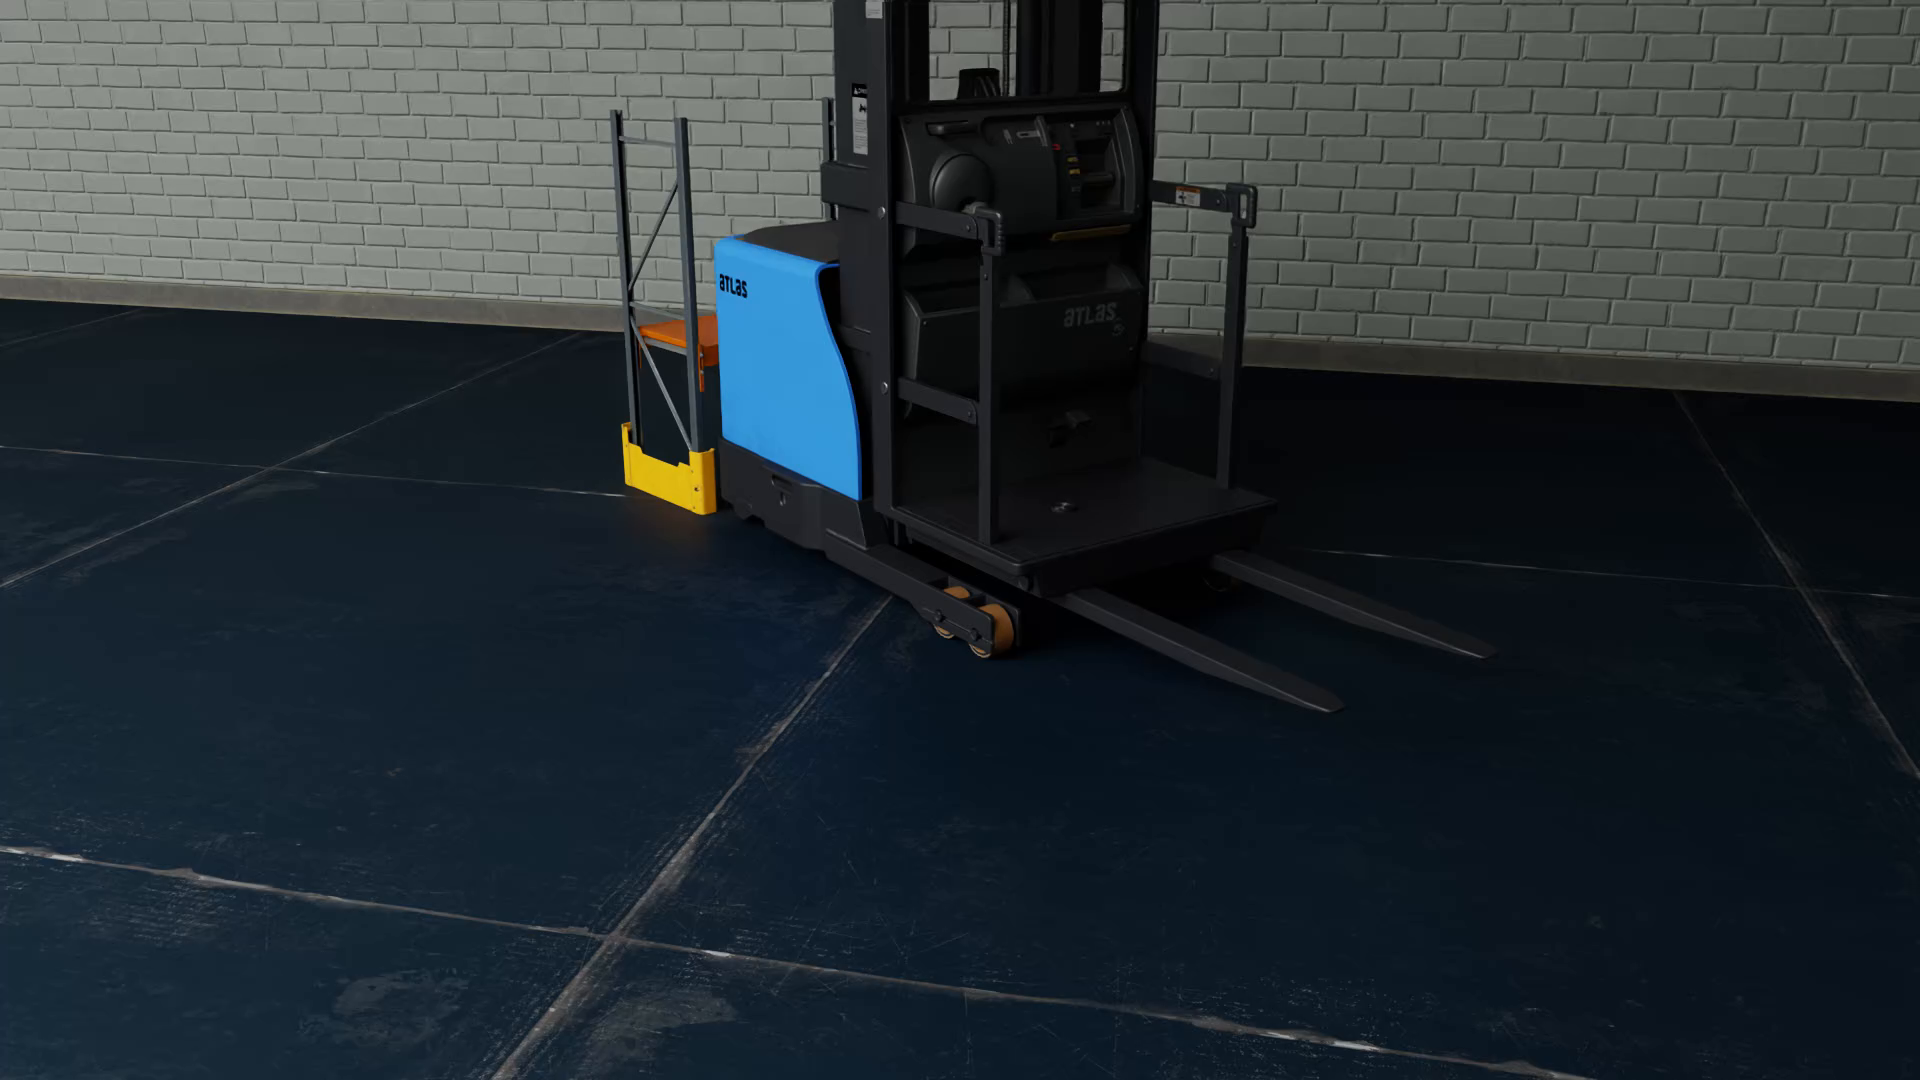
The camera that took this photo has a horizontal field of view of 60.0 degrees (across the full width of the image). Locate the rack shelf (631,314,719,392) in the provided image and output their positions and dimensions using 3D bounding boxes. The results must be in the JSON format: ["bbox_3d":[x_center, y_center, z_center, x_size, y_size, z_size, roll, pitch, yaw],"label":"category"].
[{"bbox_3d":[-0.788,-0.823,6.832,1.000,0.185,0.538,-16,25,-39],"label":"rack shelf"}]

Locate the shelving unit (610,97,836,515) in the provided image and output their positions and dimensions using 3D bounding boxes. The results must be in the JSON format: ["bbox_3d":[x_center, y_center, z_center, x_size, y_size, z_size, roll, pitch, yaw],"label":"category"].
[{"bbox_3d":[-0.795,-0.991,6.769,1.083,1.500,0.587,-16,25,-39],"label":"shelving unit"}]

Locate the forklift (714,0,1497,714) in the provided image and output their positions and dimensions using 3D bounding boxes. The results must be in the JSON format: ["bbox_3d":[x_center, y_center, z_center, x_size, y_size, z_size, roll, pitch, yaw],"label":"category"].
[{"bbox_3d":[0.336,-1.200,5.167,1.130,2.935,3.031,-13,23,-33],"label":"forklift"}]

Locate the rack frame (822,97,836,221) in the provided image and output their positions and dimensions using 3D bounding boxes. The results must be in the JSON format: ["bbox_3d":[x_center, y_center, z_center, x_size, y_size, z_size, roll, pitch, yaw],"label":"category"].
[{"bbox_3d":[-0.407,-1.102,7.093,0.032,1.500,0.500,-16,25,-39],"label":"rack frame"}]

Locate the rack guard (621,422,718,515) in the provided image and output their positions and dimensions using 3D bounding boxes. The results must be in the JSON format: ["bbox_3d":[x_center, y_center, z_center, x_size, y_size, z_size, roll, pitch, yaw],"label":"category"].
[{"bbox_3d":[-1.167,-0.293,6.658,0.087,0.250,0.587,-16,25,-39],"label":"rack guard"}]

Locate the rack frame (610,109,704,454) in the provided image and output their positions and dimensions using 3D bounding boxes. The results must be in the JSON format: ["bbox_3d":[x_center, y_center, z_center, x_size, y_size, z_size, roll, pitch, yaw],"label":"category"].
[{"bbox_3d":[-1.168,-0.884,6.455,0.032,1.500,0.500,-16,25,-39],"label":"rack frame"}]
